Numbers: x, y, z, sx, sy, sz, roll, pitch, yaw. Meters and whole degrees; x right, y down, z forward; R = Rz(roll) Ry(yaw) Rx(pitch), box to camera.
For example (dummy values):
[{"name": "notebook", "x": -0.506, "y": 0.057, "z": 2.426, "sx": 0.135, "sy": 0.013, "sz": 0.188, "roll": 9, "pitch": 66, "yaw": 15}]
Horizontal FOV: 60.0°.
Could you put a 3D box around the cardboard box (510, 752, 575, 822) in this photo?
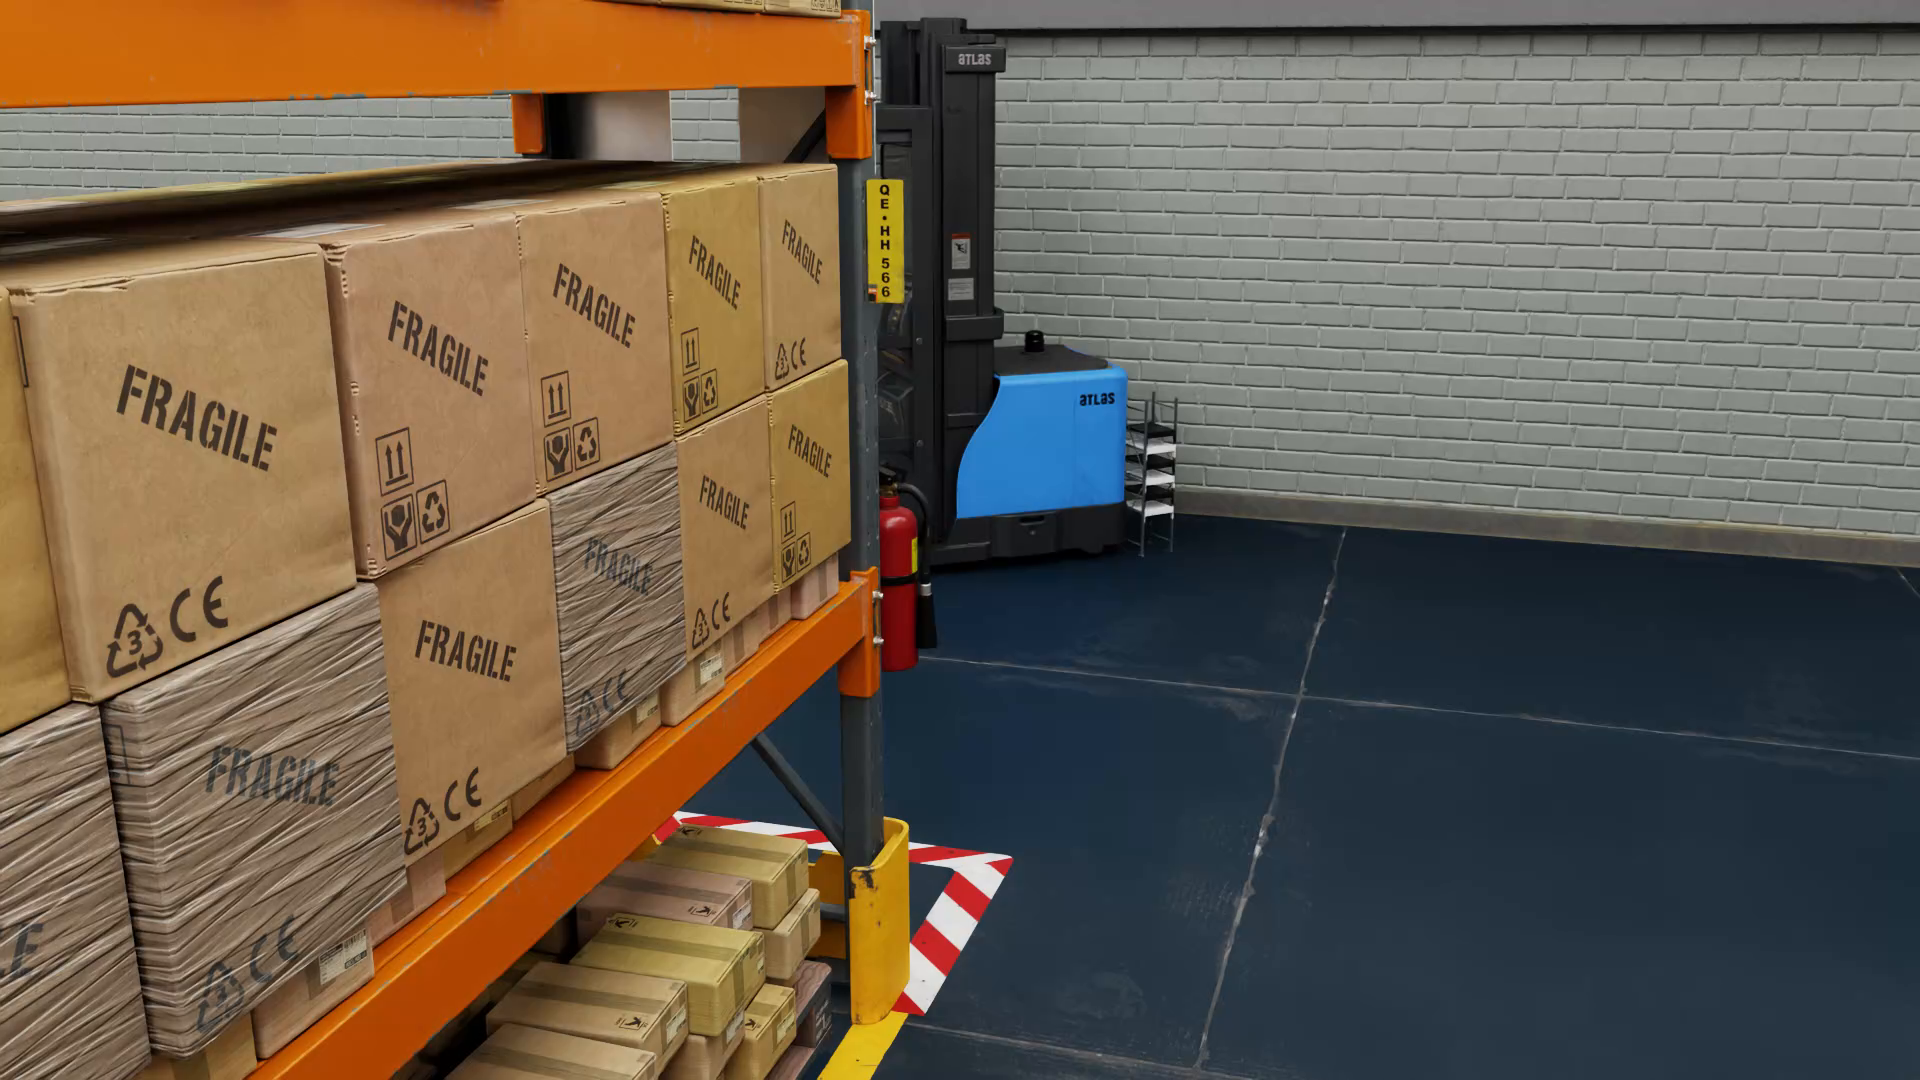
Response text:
[{"name": "cardboard box", "x": -0.997, "y": 0.423, "z": 3.301, "sx": 0.380, "sy": 0.149, "sz": 0.250, "roll": 4, "pitch": 16, "yaw": 14}]

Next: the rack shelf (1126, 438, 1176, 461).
[{"name": "rack shelf", "x": 1.076, "y": -0.521, "z": 9.479, "sx": 0.200, "sy": 0.077, "sz": 0.258, "roll": -8, "pitch": 18, "yaw": -28}]

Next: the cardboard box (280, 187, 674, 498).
[{"name": "cardboard box", "x": -0.899, "y": -0.399, "z": 3.179, "sx": 0.500, "sy": 0.500, "sz": 0.500, "roll": 6, "pitch": 17, "yaw": 19}]

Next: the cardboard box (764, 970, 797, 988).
[{"name": "cardboard box", "x": -0.674, "y": 1.188, "z": 4.598, "sx": 0.380, "sy": 0.149, "sz": 0.250, "roll": 5, "pitch": 17, "yaw": 17}]

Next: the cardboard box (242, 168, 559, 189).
[{"name": "cardboard box", "x": -1.244, "y": -0.578, "z": 3.810, "sx": 0.500, "sy": 0.500, "sz": 0.500, "roll": 5, "pitch": 17, "yaw": 17}]

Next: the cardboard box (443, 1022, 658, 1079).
[{"name": "cardboard box", "x": -0.868, "y": 1.182, "z": 3.528, "sx": 0.380, "sy": 0.149, "sz": 0.250, "roll": 5, "pitch": 17, "yaw": 18}]

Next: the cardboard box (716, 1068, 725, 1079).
[{"name": "cardboard box", "x": -0.808, "y": 1.326, "z": 4.113, "sx": 0.380, "sy": 0.149, "sz": 0.250, "roll": 5, "pitch": 16, "yaw": 16}]

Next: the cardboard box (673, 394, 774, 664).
[{"name": "cardboard box", "x": -0.757, "y": -0.055, "z": 3.797, "sx": 0.500, "sy": 0.500, "sz": 0.500, "roll": 4, "pitch": 16, "yaw": 15}]

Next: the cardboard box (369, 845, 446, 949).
[{"name": "cardboard box", "x": -1.108, "y": 0.561, "z": 2.814, "sx": 0.380, "sy": 0.149, "sz": 0.250, "roll": 5, "pitch": 17, "yaw": 18}]

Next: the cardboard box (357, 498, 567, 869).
[{"name": "cardboard box", "x": -1.044, "y": 0.208, "z": 2.869, "sx": 0.500, "sy": 0.500, "sz": 0.500, "roll": 5, "pitch": 17, "yaw": 19}]

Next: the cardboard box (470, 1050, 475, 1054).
[{"name": "cardboard box", "x": -1.240, "y": 1.287, "z": 4.250, "sx": 0.380, "sy": 0.149, "sz": 0.250, "roll": 5, "pitch": 17, "yaw": 16}]

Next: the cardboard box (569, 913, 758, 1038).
[{"name": "cardboard box", "x": -0.711, "y": 1.045, "z": 4.013, "sx": 0.380, "sy": 0.149, "sz": 0.250, "roll": 4, "pitch": 16, "yaw": 15}]

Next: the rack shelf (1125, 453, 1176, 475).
[{"name": "rack shelf", "x": 1.076, "y": -0.434, "z": 9.503, "sx": 0.200, "sy": 0.077, "sz": 0.258, "roll": -8, "pitch": 18, "yaw": -28}]

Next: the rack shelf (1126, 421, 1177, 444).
[{"name": "rack shelf", "x": 1.076, "y": -0.607, "z": 9.454, "sx": 0.200, "sy": 0.077, "sz": 0.258, "roll": -8, "pitch": 18, "yaw": -28}]

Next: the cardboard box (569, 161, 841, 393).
[{"name": "cardboard box", "x": -0.616, "y": -0.668, "z": 4.128, "sx": 0.500, "sy": 0.500, "sz": 0.500, "roll": 4, "pitch": 16, "yaw": 15}]

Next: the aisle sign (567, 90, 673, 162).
[{"name": "aisle sign", "x": -0.992, "y": -1.428, "z": 4.604, "sx": 0.394, "sy": 0.787, "sz": 0.004, "roll": 5, "pitch": 16, "yaw": 16}]

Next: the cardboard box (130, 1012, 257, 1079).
[{"name": "cardboard box", "x": -1.222, "y": 0.705, "z": 2.309, "sx": 0.380, "sy": 0.149, "sz": 0.250, "roll": 5, "pitch": 17, "yaw": 17}]

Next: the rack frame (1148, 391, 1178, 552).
[{"name": "rack frame", "x": 1.165, "y": -0.393, "z": 9.566, "sx": 0.006, "sy": 0.900, "sz": 0.240, "roll": -8, "pitch": 18, "yaw": -28}]

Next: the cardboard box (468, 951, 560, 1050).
[{"name": "cardboard box", "x": -1.237, "y": 1.146, "z": 4.200, "sx": 0.380, "sy": 0.149, "sz": 0.250, "roll": 5, "pitch": 17, "yaw": 17}]

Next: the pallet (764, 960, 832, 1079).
[{"name": "pallet", "x": -1.011, "y": 1.436, "z": 4.380, "sx": 1.003, "sy": 0.211, "sz": 1.213, "roll": 5, "pitch": 16, "yaw": 16}]

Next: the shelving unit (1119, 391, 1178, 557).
[{"name": "shelving unit", "x": 1.076, "y": -0.380, "z": 9.519, "sx": 0.210, "sy": 0.900, "sz": 0.258, "roll": -8, "pitch": 18, "yaw": -28}]

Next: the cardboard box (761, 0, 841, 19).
[{"name": "cardboard box", "x": -0.600, "y": -1.367, "z": 3.929, "sx": 0.500, "sy": 0.250, "sz": 0.500, "roll": 4, "pitch": 16, "yaw": 15}]

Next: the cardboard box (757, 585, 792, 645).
[{"name": "cardboard box", "x": -0.653, "y": 0.155, "z": 4.246, "sx": 0.380, "sy": 0.149, "sz": 0.250, "roll": 5, "pitch": 16, "yaw": 16}]

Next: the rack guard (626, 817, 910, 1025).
[{"name": "rack guard", "x": -0.746, "y": 1.087, "z": 5.080, "sx": 1.175, "sy": 0.500, "sz": 0.348, "roll": 5, "pitch": 16, "yaw": 16}]

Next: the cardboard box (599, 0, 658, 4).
[{"name": "cardboard box", "x": -0.892, "y": -1.104, "z": 3.002, "sx": 0.500, "sy": 0.250, "sz": 0.500, "roll": 5, "pitch": 17, "yaw": 18}]

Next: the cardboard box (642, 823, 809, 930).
[{"name": "cardboard box", "x": -0.632, "y": 0.906, "z": 4.502, "sx": 0.380, "sy": 0.149, "sz": 0.250, "roll": 5, "pitch": 17, "yaw": 17}]

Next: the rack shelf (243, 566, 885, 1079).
[{"name": "rack shelf", "x": -1.293, "y": 0.734, "z": 3.063, "sx": 1.077, "sy": 0.370, "sz": 4.000, "roll": 5, "pitch": 16, "yaw": 16}]

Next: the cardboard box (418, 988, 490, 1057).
[{"name": "cardboard box", "x": -1.348, "y": 1.067, "z": 3.933, "sx": 0.380, "sy": 0.149, "sz": 0.250, "roll": 4, "pitch": 16, "yaw": 13}]

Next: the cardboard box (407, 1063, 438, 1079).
[{"name": "cardboard box", "x": -1.398, "y": 1.282, "z": 3.722, "sx": 0.380, "sy": 0.149, "sz": 0.250, "roll": 4, "pitch": 16, "yaw": 13}]

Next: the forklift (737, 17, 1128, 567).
[{"name": "forklift", "x": -0.619, "y": -1.316, "z": 9.097, "sx": 3.031, "sy": 2.935, "sz": 1.130, "roll": -6, "pitch": 17, "yaw": -20}]

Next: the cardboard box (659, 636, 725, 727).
[{"name": "cardboard box", "x": -0.760, "y": 0.290, "z": 3.769, "sx": 0.380, "sy": 0.149, "sz": 0.250, "roll": 5, "pitch": 17, "yaw": 17}]

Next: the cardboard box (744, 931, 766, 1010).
[{"name": "cardboard box", "x": -0.727, "y": 1.116, "z": 4.309, "sx": 0.380, "sy": 0.149, "sz": 0.250, "roll": 4, "pitch": 16, "yaw": 15}]

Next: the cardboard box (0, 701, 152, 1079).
[{"name": "cardboard box", "x": -1.345, "y": 0.480, "z": 1.912, "sx": 0.500, "sy": 0.500, "sz": 0.500, "roll": 5, "pitch": 16, "yaw": 16}]

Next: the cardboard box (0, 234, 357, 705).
[{"name": "cardboard box", "x": -1.194, "y": -0.126, "z": 2.217, "sx": 0.500, "sy": 0.500, "sz": 0.500, "roll": 5, "pitch": 17, "yaw": 17}]

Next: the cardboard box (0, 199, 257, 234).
[{"name": "cardboard box", "x": -1.555, "y": -0.310, "z": 2.865, "sx": 0.500, "sy": 0.500, "sz": 0.500, "roll": 4, "pitch": 16, "yaw": 14}]
